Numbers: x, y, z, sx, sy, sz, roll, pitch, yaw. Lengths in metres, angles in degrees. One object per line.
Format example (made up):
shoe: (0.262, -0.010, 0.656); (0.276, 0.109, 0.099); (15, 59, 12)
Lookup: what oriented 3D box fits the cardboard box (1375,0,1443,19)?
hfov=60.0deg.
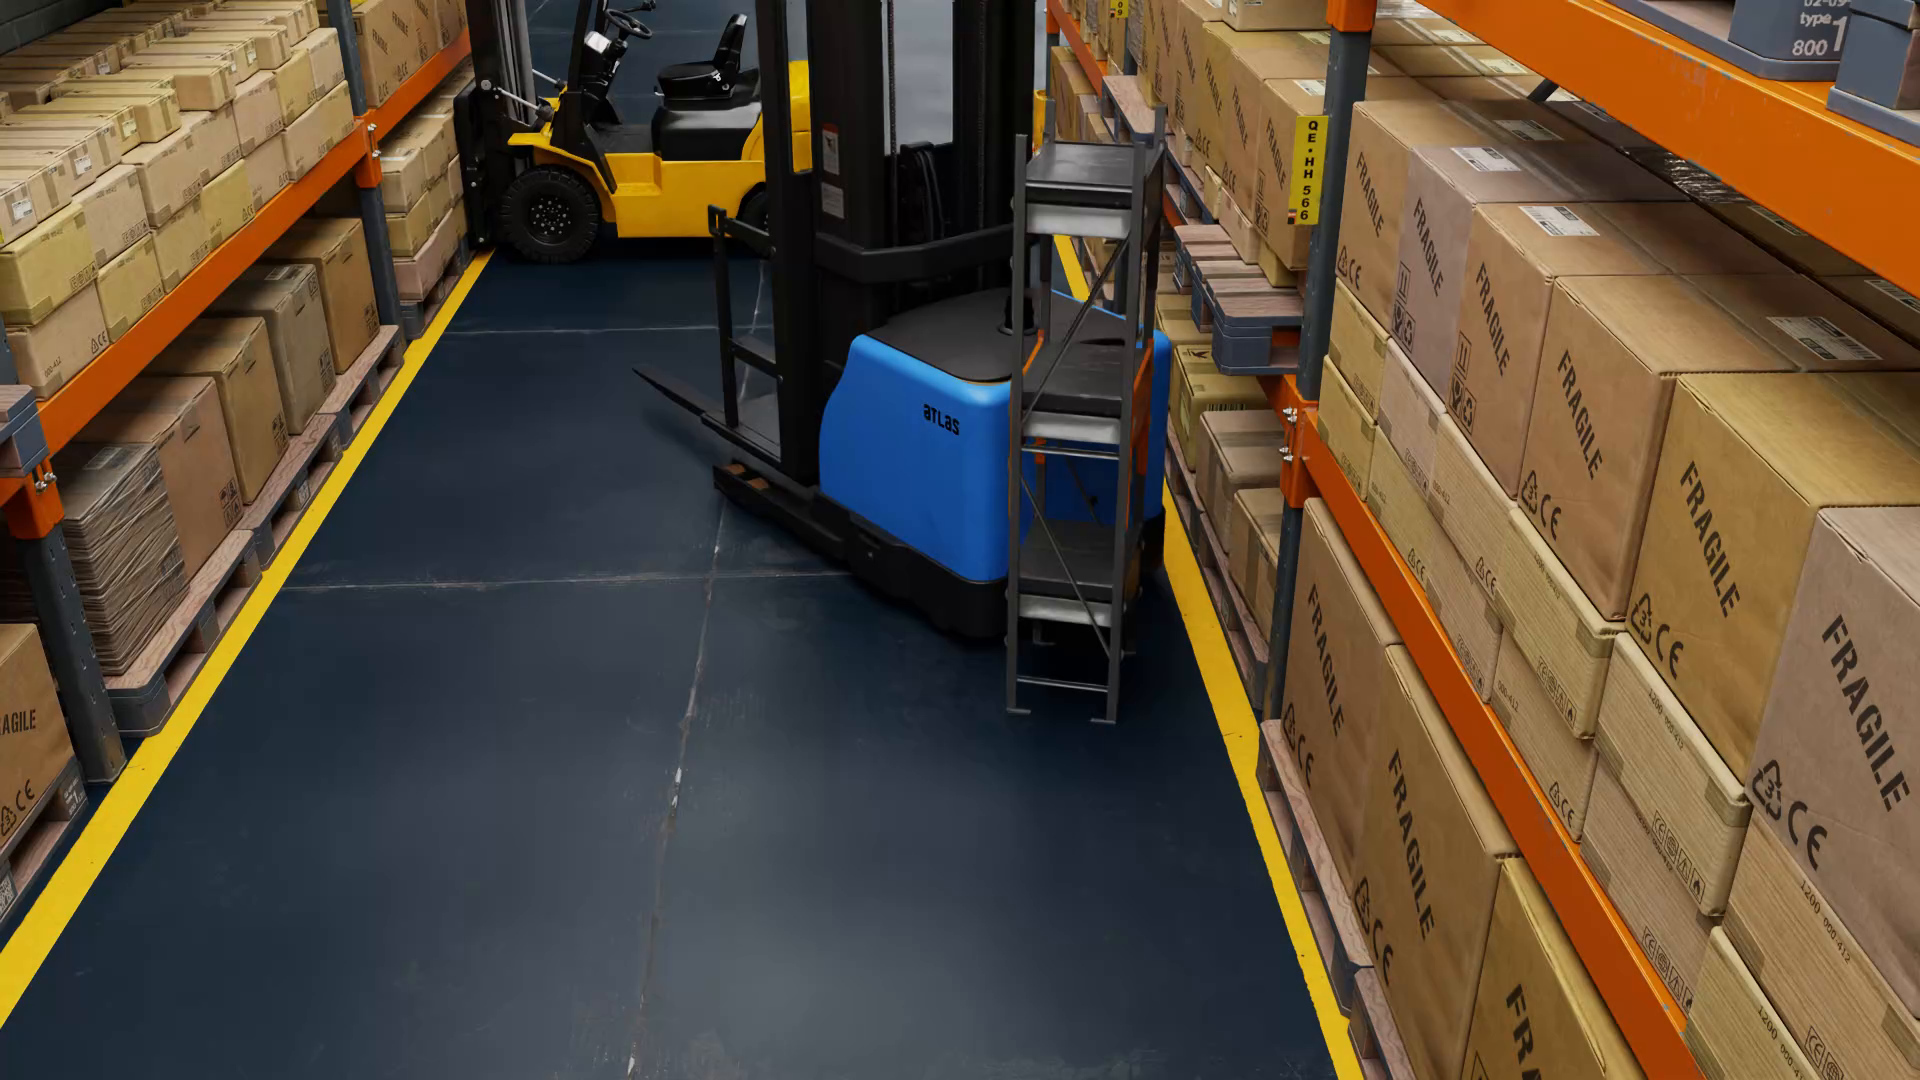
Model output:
cardboard box: (1.698, -1.928, 6.819); (0.500, 0.500, 0.500); (-2, 28, -5)

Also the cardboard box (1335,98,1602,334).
cardboard box: (1.359, -0.889, 4.522); (0.500, 0.500, 0.500); (-2, 28, -4)

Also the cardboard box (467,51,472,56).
cardboard box: (-3.461, -3.414, 11.989); (0.500, 0.250, 0.500); (0, 28, -1)

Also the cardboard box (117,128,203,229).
cardboard box: (-3.193, -1.353, 6.222); (0.500, 0.250, 0.500); (-2, 28, -4)

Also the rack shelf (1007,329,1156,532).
rack shelf: (0.422, -0.386, 5.748); (0.431, 0.518, 0.480); (6, 28, 12)

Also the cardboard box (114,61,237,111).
cardboard box: (-3.161, -1.831, 6.707); (0.380, 0.149, 0.250); (-2, 28, -4)

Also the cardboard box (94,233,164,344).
cardboard box: (-3.179, -0.891, 5.876); (0.500, 0.250, 0.500); (-2, 28, -4)

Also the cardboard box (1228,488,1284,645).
cardboard box: (1.558, 0.082, 6.236); (0.950, 0.372, 0.625); (-3, 28, -6)

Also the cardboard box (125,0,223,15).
cardboard box: (-3.784, -2.526, 8.039); (0.380, 0.149, 0.250); (-2, 28, -4)

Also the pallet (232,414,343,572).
pallet: (-3.444, -0.221, 7.445); (1.003, 0.211, 1.213); (-1, 28, -3)

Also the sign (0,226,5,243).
sign: (-2.838, -1.010, 4.776); (0.100, 0.325, 0.005); (-1, 28, -3)

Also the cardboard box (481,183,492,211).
cardboard box: (-3.374, -2.266, 10.869); (0.500, 0.250, 0.500); (-1, 28, -1)

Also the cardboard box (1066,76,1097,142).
cardboard box: (0.977, -2.766, 11.018); (0.500, 0.500, 0.500); (-1, 28, -2)

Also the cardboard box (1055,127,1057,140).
cardboard box: (0.926, -2.918, 12.120); (0.500, 0.250, 0.500); (-2, 28, -3)

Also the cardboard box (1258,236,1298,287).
cardboard box: (1.239, -0.978, 5.699); (0.380, 0.149, 0.250); (-1, 28, -2)

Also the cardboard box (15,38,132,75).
cardboard box: (-3.788, -2.052, 7.131); (0.380, 0.149, 0.250); (-1, 28, -3)

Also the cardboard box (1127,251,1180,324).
cardboard box: (1.399, -1.262, 8.813); (0.950, 0.372, 0.625); (-1, 28, -2)

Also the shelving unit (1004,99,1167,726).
shelving unit: (0.422, -0.398, 5.742); (0.431, 2.100, 0.503); (6, 28, 12)

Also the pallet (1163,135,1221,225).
pallet: (1.433, -1.464, 7.020); (1.003, 0.211, 1.213); (-1, 28, -3)

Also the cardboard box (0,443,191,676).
cardboard box: (-3.398, 0.065, 5.996); (0.875, 0.625, 0.625); (-1, 28, -1)

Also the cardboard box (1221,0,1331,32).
cardboard box: (1.211, -2.034, 6.321); (0.380, 0.149, 0.250); (-3, 28, -5)

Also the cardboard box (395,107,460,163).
cardboard box: (-3.354, -2.468, 10.177); (0.500, 0.250, 0.500); (0, 28, -1)

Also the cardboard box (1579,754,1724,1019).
cardboard box: (1.479, 0.609, 3.002); (0.500, 0.250, 0.500); (-2, 28, -4)

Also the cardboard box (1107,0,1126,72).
cardboard box: (1.097, -2.858, 9.056); (0.500, 0.500, 0.500); (-2, 28, -4)

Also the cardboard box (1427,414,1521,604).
cardboard box: (1.397, -0.081, 3.784); (0.500, 0.250, 0.500); (-1, 28, -3)

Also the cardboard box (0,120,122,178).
cardboard box: (-3.182, -1.362, 5.808); (0.380, 0.149, 0.250); (-1, 28, -2)

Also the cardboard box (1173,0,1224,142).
cardboard box: (1.183, -1.925, 6.813); (0.500, 0.500, 0.500); (-2, 28, -5)

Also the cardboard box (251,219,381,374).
cardboard box: (-3.549, -1.254, 8.524); (0.875, 0.625, 0.625); (0, 28, 0)

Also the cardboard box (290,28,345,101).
cardboard box: (-3.307, -2.296, 8.029); (0.500, 0.250, 0.500); (-2, 28, -4)

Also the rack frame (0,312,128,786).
rack frame: (-3.379, -0.514, 4.992); (1.000, 3.000, 0.127); (-1, 28, -3)

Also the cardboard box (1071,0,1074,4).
cardboard box: (0.966, -3.806, 10.874); (0.500, 0.500, 0.500); (-2, 28, -4)

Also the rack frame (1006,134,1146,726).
rack frame: (0.365, -0.288, 5.531); (0.400, 2.100, 0.015); (6, 28, 12)

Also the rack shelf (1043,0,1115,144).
rack shelf: (1.264, -3.087, 10.704); (1.077, 0.370, 4.000); (-1, 28, -3)

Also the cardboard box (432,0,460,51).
cardboard box: (-3.427, -3.323, 10.270); (0.500, 0.500, 0.500); (-1, 28, -2)

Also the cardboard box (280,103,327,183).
cardboard box: (-3.269, -1.836, 7.689); (0.500, 0.250, 0.500); (-2, 28, -3)

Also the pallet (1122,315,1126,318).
pallet: (1.411, -0.887, 8.722); (1.003, 0.211, 1.213); (-1, 28, -3)

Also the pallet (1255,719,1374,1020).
pallet: (1.544, 0.967, 5.168); (1.003, 0.211, 1.213); (-1, 28, -3)

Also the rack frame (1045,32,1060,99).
rack frame: (1.160, -4.330, 12.308); (1.000, 3.000, 0.127); (-1, 28, -3)

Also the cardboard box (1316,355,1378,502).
cardboard box: (1.352, -0.337, 4.814); (0.500, 0.250, 0.500); (-2, 28, -4)

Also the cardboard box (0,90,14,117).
cardboard box: (-3.791, -1.578, 6.222); (0.380, 0.149, 0.250); (-2, 28, -3)

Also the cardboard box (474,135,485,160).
cardboard box: (-3.373, -2.479, 10.738); (0.500, 0.250, 0.500); (-1, 28, -3)

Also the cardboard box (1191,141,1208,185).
cardboard box: (1.166, -1.570, 6.833); (0.380, 0.149, 0.250); (-2, 28, -4)

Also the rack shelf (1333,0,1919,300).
rack shelf: (1.682, -0.723, 2.926); (1.077, 0.370, 4.000); (-1, 28, -3)

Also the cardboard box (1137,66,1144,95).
cardboard box: (1.082, -2.295, 8.223); (0.380, 0.149, 0.250); (-1, 28, -2)

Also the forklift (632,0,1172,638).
forklift: (-0.469, -1.539, 7.031); (1.130, 2.935, 3.031); (-20, 34, -34)

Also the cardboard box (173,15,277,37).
cardboard box: (-3.357, -2.308, 7.621); (0.380, 0.149, 0.250); (-1, 28, -3)

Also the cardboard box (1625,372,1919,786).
cardboard box: (1.471, 0.051, 2.720); (0.500, 0.500, 0.500); (-1, 28, -1)

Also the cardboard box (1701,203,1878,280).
cardboard box: (1.920, -0.424, 3.631); (0.500, 0.500, 0.500); (-1, 28, -3)
